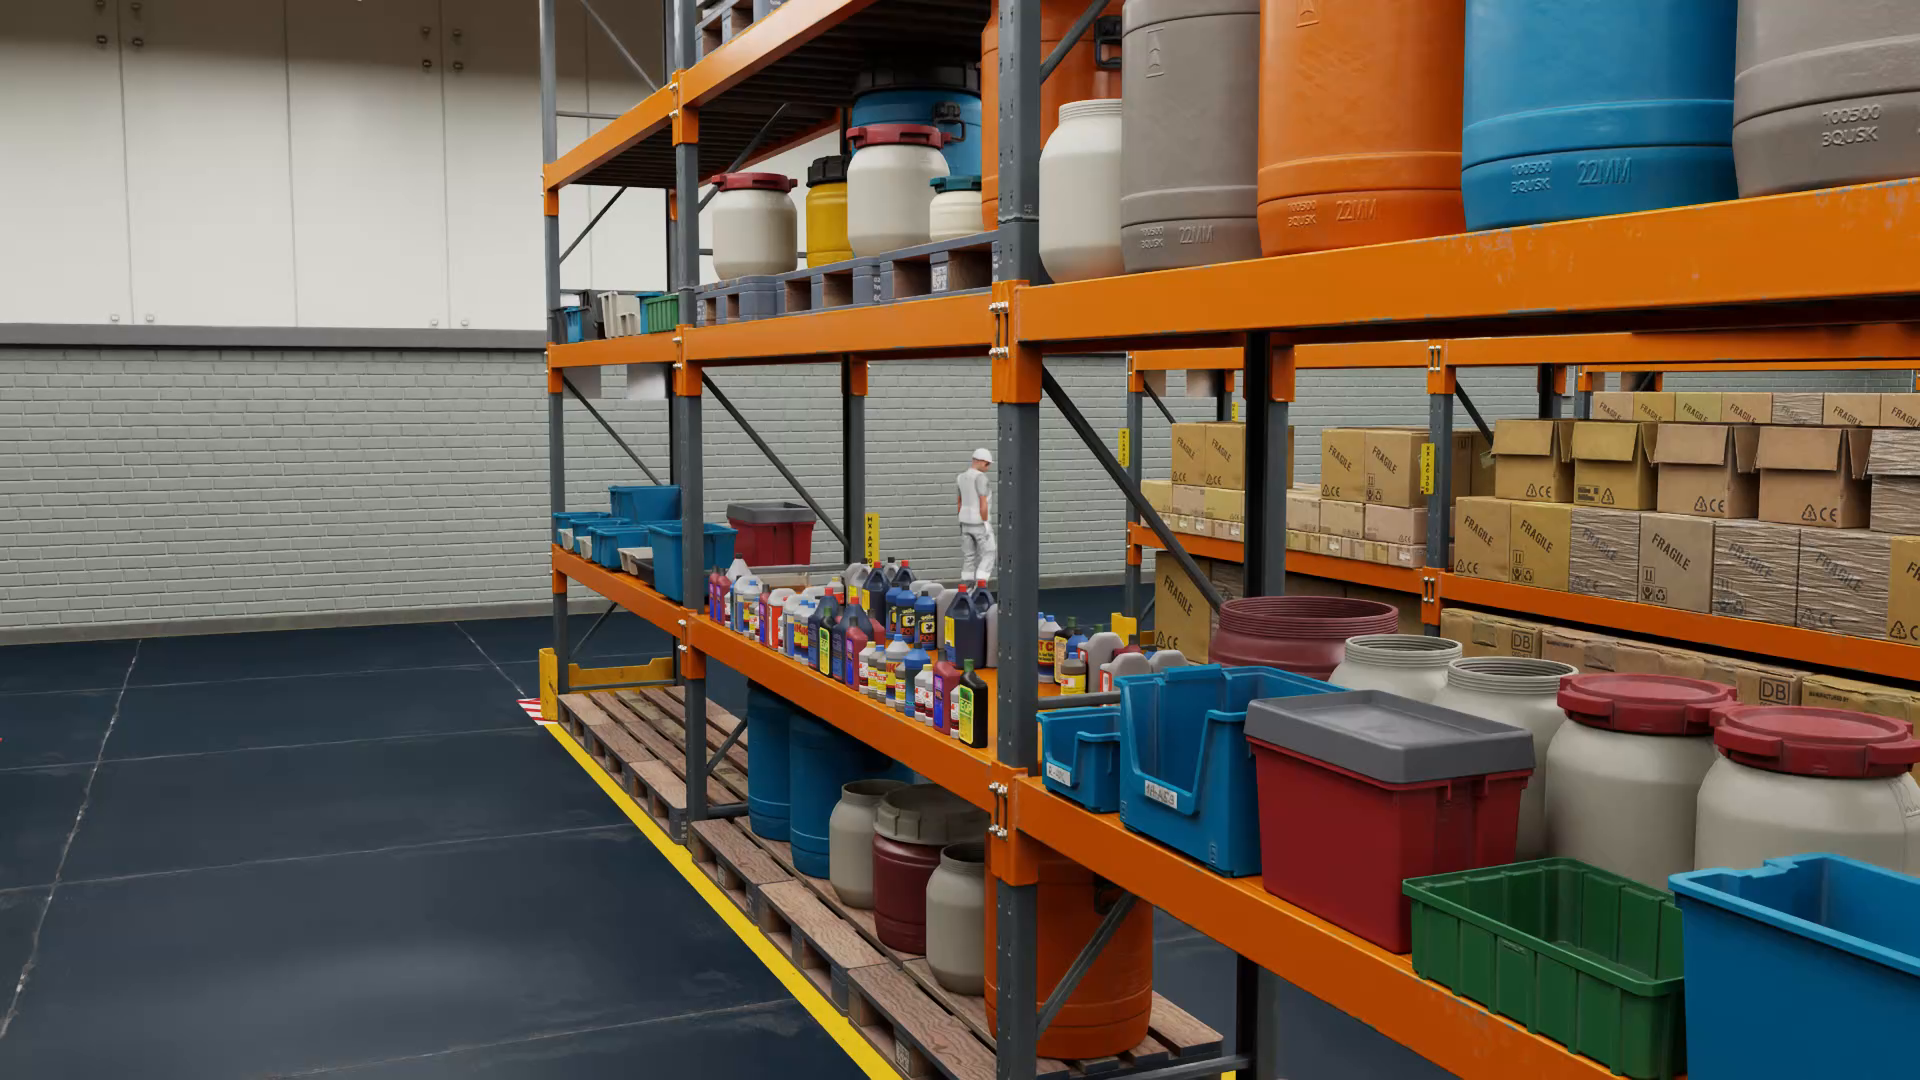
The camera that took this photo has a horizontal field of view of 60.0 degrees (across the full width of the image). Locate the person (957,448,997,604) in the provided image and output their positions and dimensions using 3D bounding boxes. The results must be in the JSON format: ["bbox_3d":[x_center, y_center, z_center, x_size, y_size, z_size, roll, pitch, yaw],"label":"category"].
[{"bbox_3d":[0.188,-0.154,19.124,0.385,1.803,0.662,-4,7,-39],"label":"person"}]
